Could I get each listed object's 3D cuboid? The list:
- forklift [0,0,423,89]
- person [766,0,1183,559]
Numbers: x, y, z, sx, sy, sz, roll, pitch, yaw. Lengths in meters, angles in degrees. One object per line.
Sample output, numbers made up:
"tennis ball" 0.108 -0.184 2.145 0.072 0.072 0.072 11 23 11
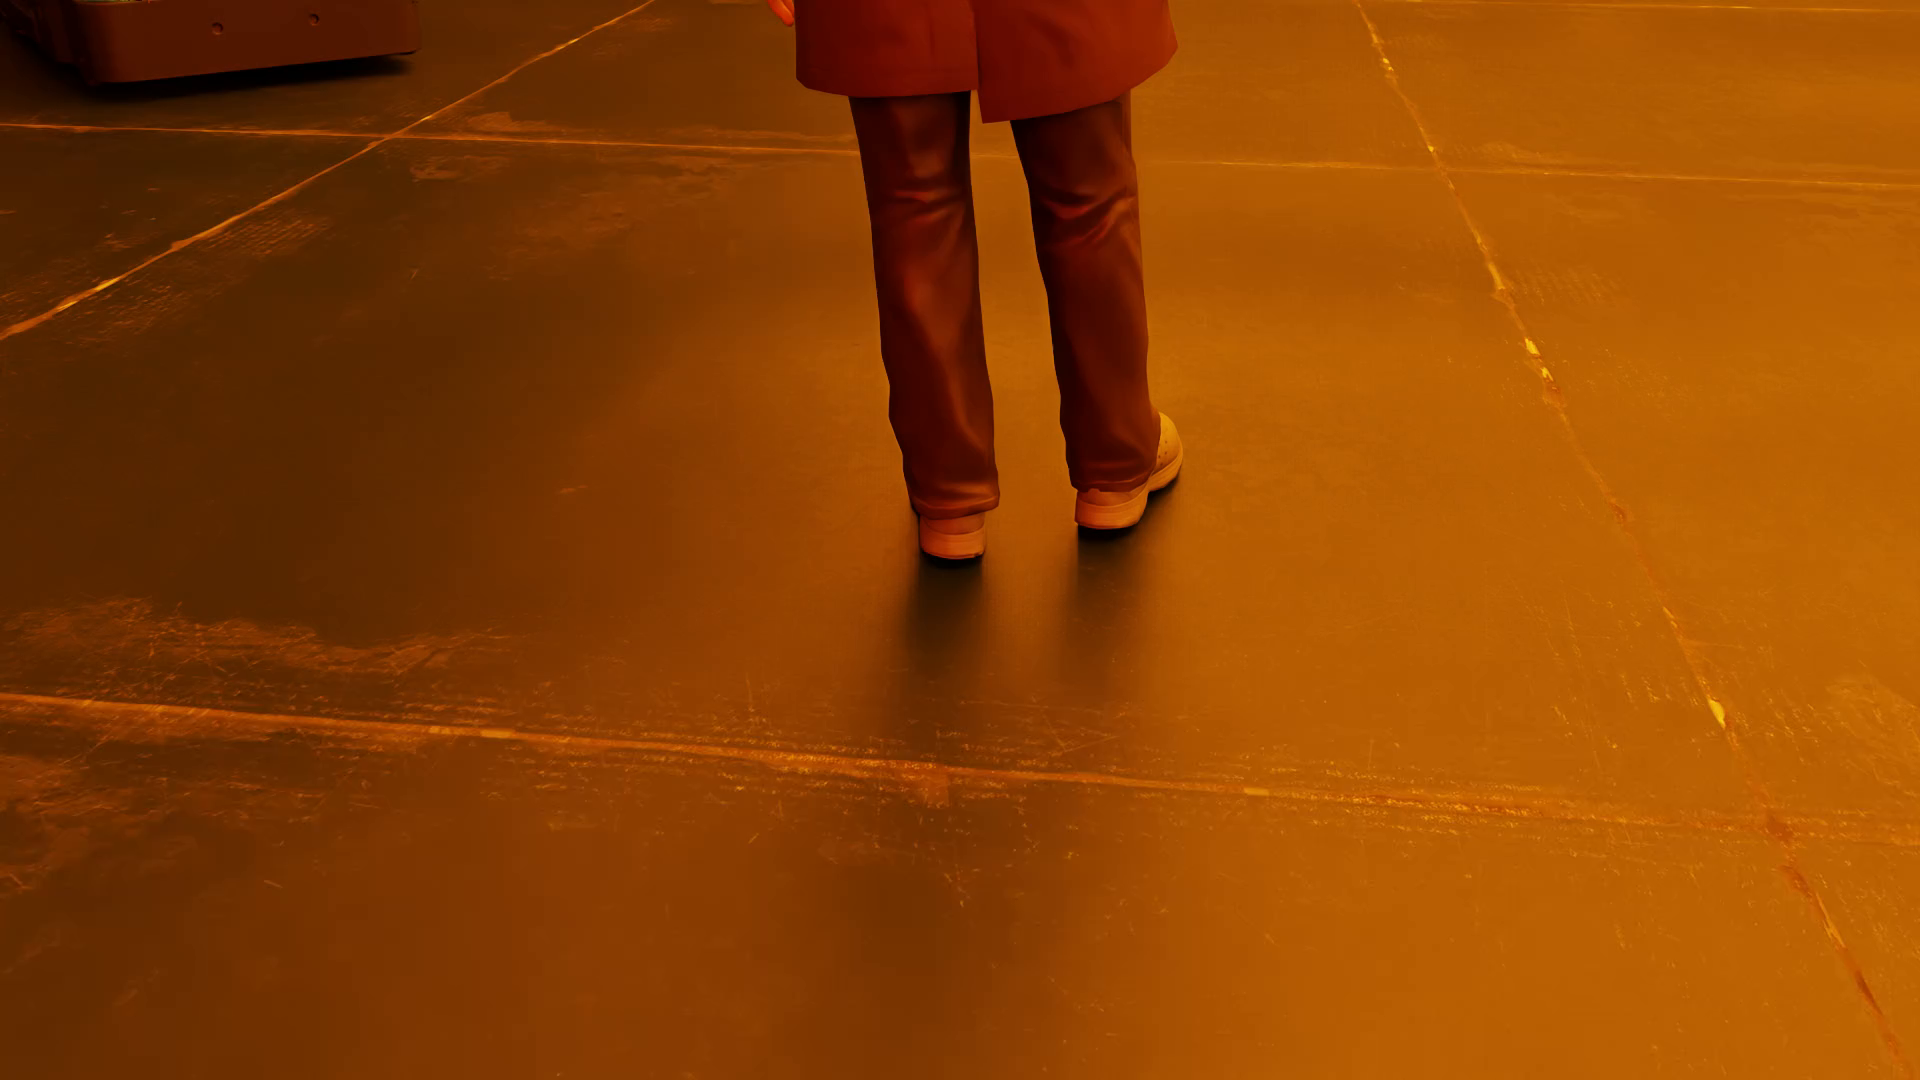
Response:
"forklift" -3.116 -3.346 5.924 1.130 2.935 3.031 -17 31 -31
"person" 0.016 -0.843 2.181 0.698 1.777 0.579 3 27 7
